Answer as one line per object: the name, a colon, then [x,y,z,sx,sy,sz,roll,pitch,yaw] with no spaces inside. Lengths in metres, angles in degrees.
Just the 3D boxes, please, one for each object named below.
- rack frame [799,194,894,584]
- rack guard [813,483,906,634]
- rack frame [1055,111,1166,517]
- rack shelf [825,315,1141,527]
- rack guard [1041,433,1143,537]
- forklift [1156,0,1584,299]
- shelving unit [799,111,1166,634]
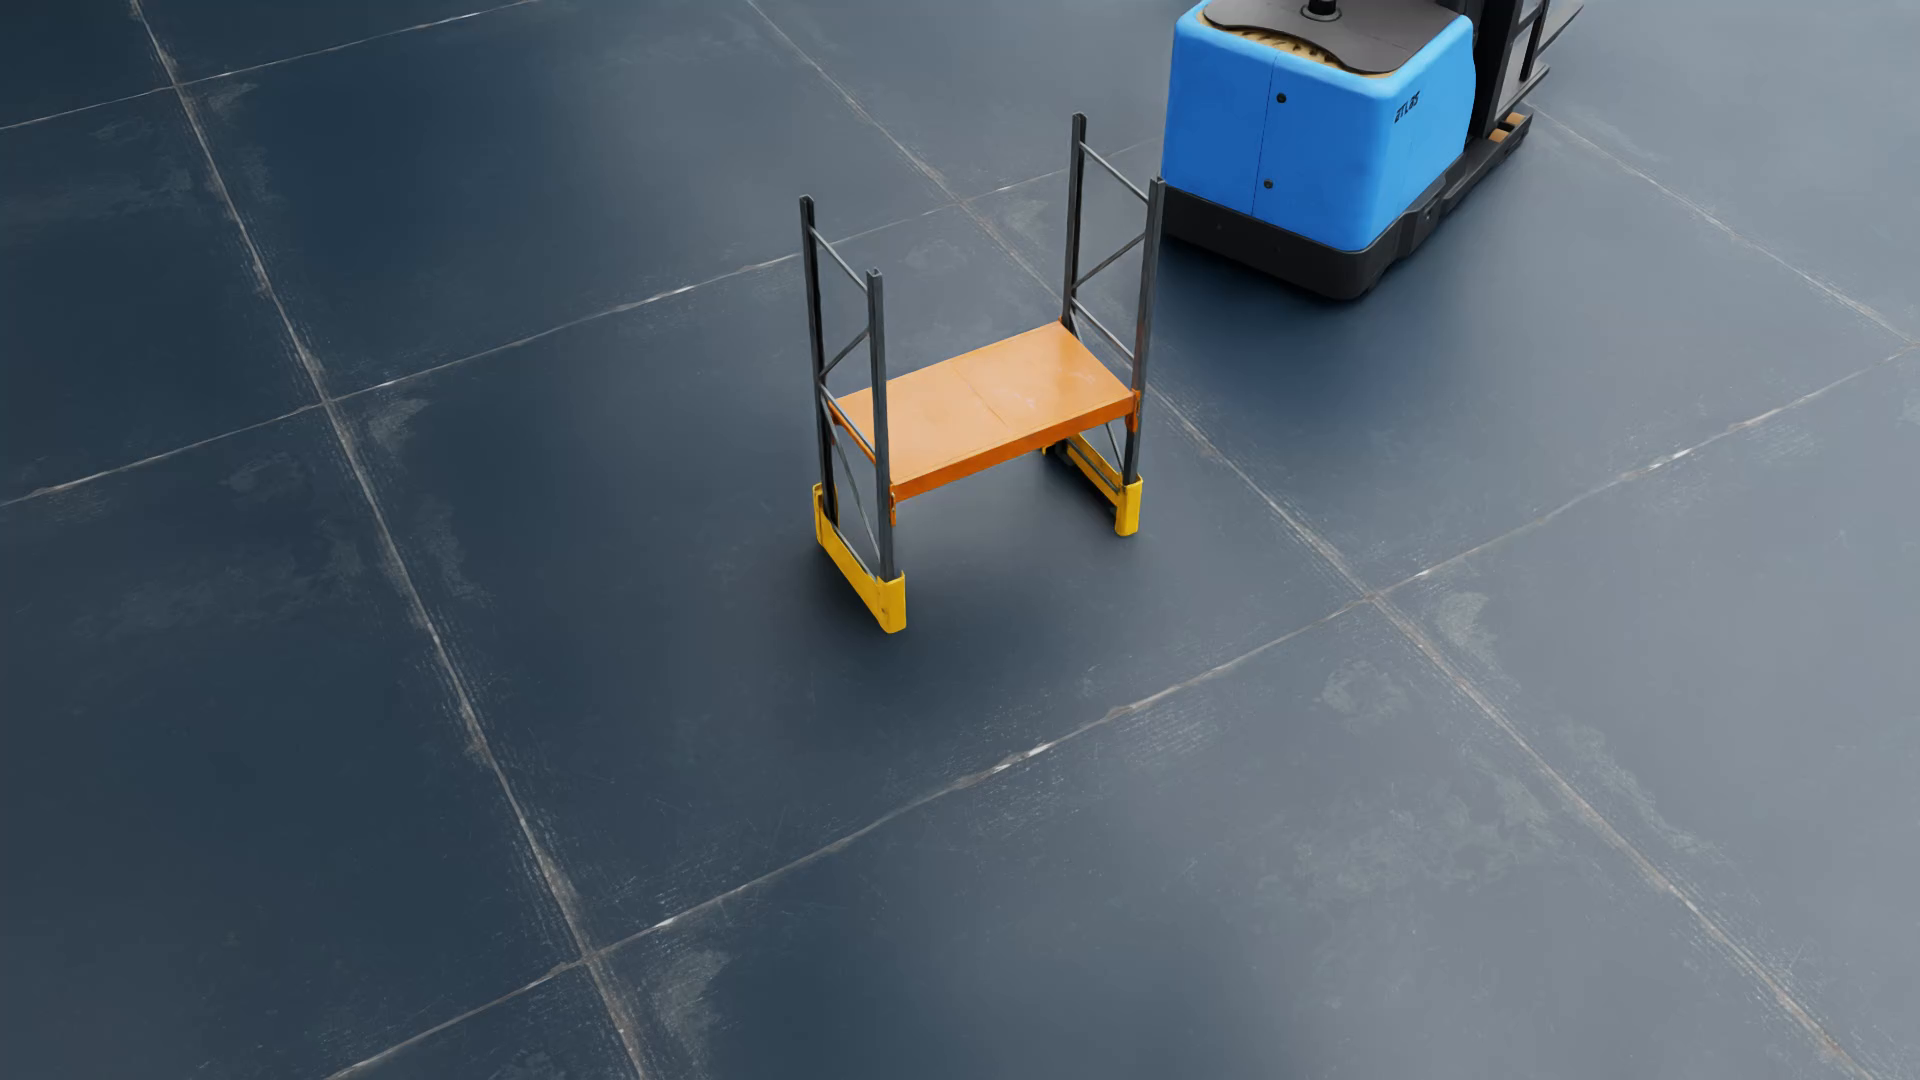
rack frame: [-0.367,-0.391,5.576,0.032,1.500,0.500,-22,48,-21]
rack guard: [-0.366,0.057,6.012,0.087,0.250,0.587,-22,48,-21]
rack frame: [0.515,-0.744,5.940,0.032,1.500,0.500,-22,48,-21]
rack shelf: [0.074,-0.439,5.883,1.000,0.185,0.538,-22,48,-21]
rack guard: [0.498,-0.289,6.368,0.087,0.250,0.587,-22,48,-21]
forklift: [2.172,-3.078,7.317,1.130,2.935,3.031,27,50,25]
shelving unit: [0.066,-0.565,5.755,1.083,1.500,0.587,-22,48,-21]
